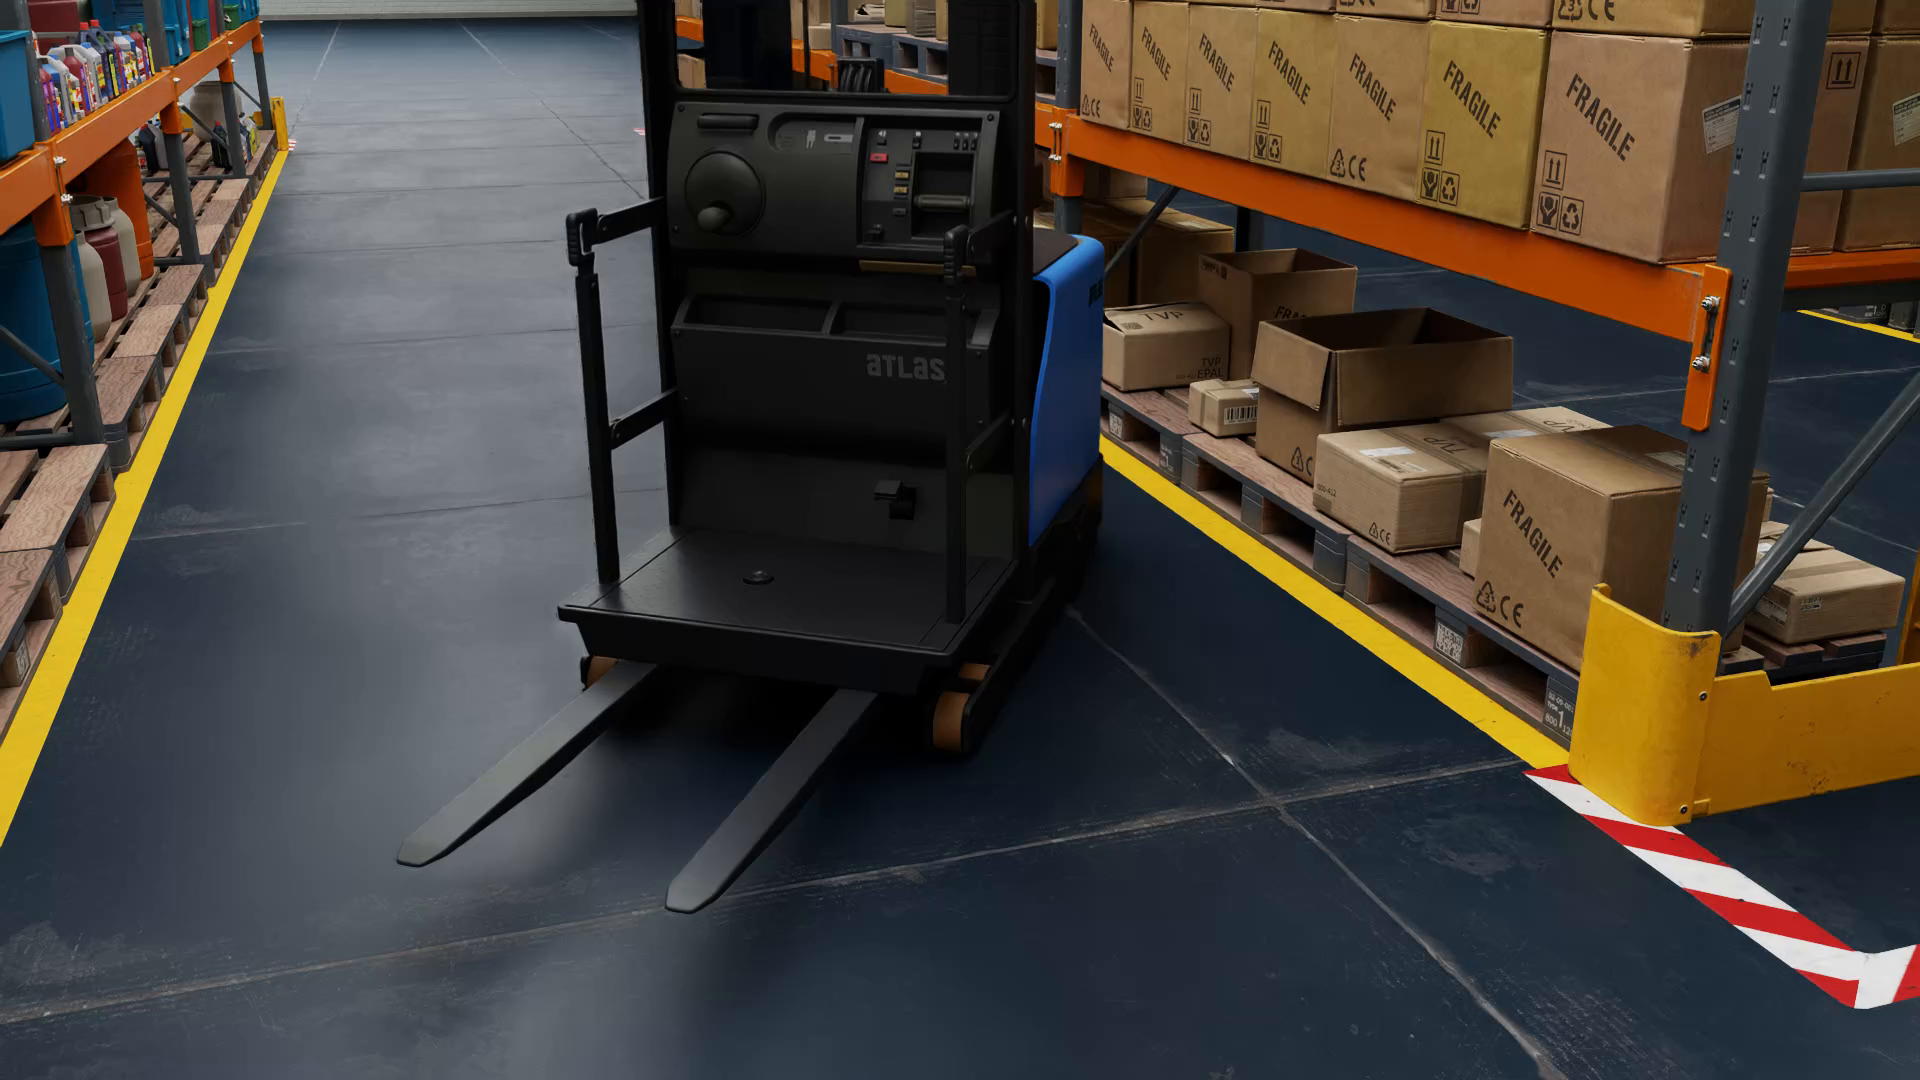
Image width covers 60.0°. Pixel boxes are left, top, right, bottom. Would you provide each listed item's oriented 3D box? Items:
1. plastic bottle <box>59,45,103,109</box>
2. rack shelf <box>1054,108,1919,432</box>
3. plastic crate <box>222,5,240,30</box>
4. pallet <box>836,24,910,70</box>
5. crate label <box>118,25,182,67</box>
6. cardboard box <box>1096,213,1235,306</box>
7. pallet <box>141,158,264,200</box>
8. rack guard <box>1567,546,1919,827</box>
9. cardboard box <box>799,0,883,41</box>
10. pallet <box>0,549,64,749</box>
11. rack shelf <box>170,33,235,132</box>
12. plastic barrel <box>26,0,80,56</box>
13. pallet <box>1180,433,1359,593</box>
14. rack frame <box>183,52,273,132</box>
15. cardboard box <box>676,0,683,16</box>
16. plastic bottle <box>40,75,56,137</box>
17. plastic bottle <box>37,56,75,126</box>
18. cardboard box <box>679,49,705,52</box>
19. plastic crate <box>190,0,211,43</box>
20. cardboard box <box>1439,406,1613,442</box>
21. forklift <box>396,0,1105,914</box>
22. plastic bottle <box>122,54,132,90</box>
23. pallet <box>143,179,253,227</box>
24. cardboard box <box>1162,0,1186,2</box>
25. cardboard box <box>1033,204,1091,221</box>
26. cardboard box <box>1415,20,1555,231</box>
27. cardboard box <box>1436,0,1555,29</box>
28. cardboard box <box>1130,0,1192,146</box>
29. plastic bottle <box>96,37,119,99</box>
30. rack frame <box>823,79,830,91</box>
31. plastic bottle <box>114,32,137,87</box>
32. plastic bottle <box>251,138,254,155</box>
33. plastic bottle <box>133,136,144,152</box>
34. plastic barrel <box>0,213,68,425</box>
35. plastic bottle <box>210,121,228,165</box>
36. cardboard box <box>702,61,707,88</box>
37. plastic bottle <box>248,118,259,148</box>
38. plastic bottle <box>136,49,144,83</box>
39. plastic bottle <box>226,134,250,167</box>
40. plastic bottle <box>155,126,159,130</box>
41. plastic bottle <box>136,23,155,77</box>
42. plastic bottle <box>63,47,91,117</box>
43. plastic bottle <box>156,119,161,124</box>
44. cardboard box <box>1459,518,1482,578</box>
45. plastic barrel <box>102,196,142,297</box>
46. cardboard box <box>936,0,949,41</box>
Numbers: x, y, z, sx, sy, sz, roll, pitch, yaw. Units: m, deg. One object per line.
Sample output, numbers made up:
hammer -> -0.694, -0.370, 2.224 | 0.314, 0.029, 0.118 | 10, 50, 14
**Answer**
plastic bottle -> -3.938, -2.070, 7.425 | 0.152, 0.276, 0.135 | -6, 21, -17
rack shelf -> 1.541, -1.112, 5.640 | 1.077, 0.370, 4.000 | -6, 21, -17
plastic crate -> -6.464, -4.501, 14.323 | 0.450, 0.188, 0.662 | -6, 21, -17
pallet -> -0.065, -3.076, 10.326 | 1.213, 0.211, 1.003 | -6, 21, -17
crate label -> -4.825, -2.947, 9.932 | 0.303, 0.233, 0.416 | -6, 21, -17
cardboard box -> 0.992, -1.304, 8.157 | 0.500, 0.500, 0.500 | -7, 21, -20
pallet -> -6.477, -3.042, 14.074 | 1.003, 0.211, 1.213 | -6, 21, -17
rack guard -> 2.146, 0.343, 4.222 | 1.175, 0.500, 0.348 | -6, 21, -17
cardboard box -> -0.887, -3.960, 12.356 | 0.500, 0.500, 0.500 | -8, 21, -20
pallet -> -3.136, 0.369, 4.577 | 1.003, 0.211, 1.213 | -6, 21, -17
rack shelf -> -5.677, -3.154, 11.325 | 1.077, 0.370, 4.000 | -6, 21, -17
plastic barrel -> -5.481, -3.032, 9.719 | 0.600, 0.536, 0.708 | -6, 21, -17
pallet -> 1.515, -0.167, 6.071 | 1.003, 0.211, 1.213 | -6, 21, -17
rack frame -> -7.562, -5.418, 16.564 | 1.000, 3.000, 0.127 | -6, 21, -17
cardboard box -> -2.555, -5.671, 17.121 | 0.700, 0.500, 0.500 | -6, 21, -16
plastic bottle -> -3.501, -1.676, 6.317 | 0.061, 0.283, 0.133 | -6, 21, -17
plastic bottle -> -3.690, -1.815, 6.717 | 0.152, 0.276, 0.135 | -6, 21, -17
cardboard box -> -2.743, -4.844, 17.302 | 0.500, 0.500, 0.500 | -6, 21, -17
plastic crate -> -5.663, -3.806, 12.100 | 0.392, 0.384, 0.575 | -6, 21, -17
cardboard box -> 1.954, -0.247, 5.585 | 0.500, 0.250, 0.500 | -6, 21, -17
forklift -> -0.408, -0.967, 4.273 | 1.130, 2.935, 3.031 | 6, 21, 16
plastic bottle -> -4.241, -2.373, 8.379 | 0.097, 0.201, 0.097 | 0, 20, 0
pallet -> -6.022, -2.574, 12.772 | 1.003, 0.211, 1.213 | -6, 21, -17
cardboard box -> 0.956, -2.264, 6.154 | 0.500, 0.500, 0.500 | -7, 21, -19
cardboard box -> 0.338, -1.411, 8.453 | 0.500, 0.500, 0.500 | -6, 21, -17
cardboard box -> 1.604, -1.137, 4.496 | 0.500, 0.500, 0.500 | -6, 21, -17
cardboard box -> 1.609, -1.602, 4.313 | 0.500, 0.500, 0.500 | -6, 21, -16
cardboard box -> 0.978, -1.783, 6.295 | 0.500, 0.500, 0.500 | -6, 21, -16
plastic bottle -> -4.057, -2.243, 7.896 | 0.061, 0.283, 0.133 | -6, 21, -17
rack frame -> -1.602, -4.660, 14.452 | 1.000, 3.000, 0.127 | -6, 21, -17
plastic bottle -> -4.302, -2.468, 8.541 | 0.097, 0.271, 0.097 | 0, 20, 0
plastic bottle -> -6.291, -3.482, 14.662 | 0.097, 0.201, 0.097 | 0, 20, 0
plastic bottle -> -6.770, -3.183, 13.708 | 0.061, 0.283, 0.133 | -5, 20, -14
plastic barrel -> -3.946, -0.954, 6.618 | 0.600, 0.901, 0.708 | -6, 21, -17
plastic bottle -> -6.302, -3.383, 14.165 | 0.144, 0.351, 0.185 | -6, 21, -17
cardboard box -> -2.101, -4.204, 15.519 | 0.500, 0.500, 0.500 | -6, 21, -17
plastic bottle -> -6.516, -3.717, 15.206 | 0.152, 0.276, 0.135 | -6, 21, -17
plastic bottle -> -4.394, -2.529, 8.813 | 0.097, 0.201, 0.097 | 0, 20, 0
plastic bottle -> -6.117, -3.310, 14.072 | 0.152, 0.276, 0.135 | -6, 21, -15
plastic bottle -> -6.990, -3.454, 14.473 | 0.152, 0.276, 0.135 | -6, 21, -16
plastic bottle -> -4.516, -2.712, 9.201 | 0.061, 0.283, 0.133 | -6, 21, -17
plastic bottle -> -3.780, -1.961, 7.110 | 0.061, 0.283, 0.133 | -6, 21, -17
plastic bottle -> -7.235, -3.657, 15.029 | 0.061, 0.283, 0.133 | -6, 21, -16
cardboard box -> 1.723, 0.030, 4.937 | 0.380, 0.166, 0.250 | -6, 21, -17
plastic barrel -> -4.616, -1.551, 8.856 | 0.421, 0.512, 0.421 | 0, 20, 0
cardboard box -> 0.299, -2.898, 8.777 | 0.700, 0.500, 0.500 | -12, 23, -31
